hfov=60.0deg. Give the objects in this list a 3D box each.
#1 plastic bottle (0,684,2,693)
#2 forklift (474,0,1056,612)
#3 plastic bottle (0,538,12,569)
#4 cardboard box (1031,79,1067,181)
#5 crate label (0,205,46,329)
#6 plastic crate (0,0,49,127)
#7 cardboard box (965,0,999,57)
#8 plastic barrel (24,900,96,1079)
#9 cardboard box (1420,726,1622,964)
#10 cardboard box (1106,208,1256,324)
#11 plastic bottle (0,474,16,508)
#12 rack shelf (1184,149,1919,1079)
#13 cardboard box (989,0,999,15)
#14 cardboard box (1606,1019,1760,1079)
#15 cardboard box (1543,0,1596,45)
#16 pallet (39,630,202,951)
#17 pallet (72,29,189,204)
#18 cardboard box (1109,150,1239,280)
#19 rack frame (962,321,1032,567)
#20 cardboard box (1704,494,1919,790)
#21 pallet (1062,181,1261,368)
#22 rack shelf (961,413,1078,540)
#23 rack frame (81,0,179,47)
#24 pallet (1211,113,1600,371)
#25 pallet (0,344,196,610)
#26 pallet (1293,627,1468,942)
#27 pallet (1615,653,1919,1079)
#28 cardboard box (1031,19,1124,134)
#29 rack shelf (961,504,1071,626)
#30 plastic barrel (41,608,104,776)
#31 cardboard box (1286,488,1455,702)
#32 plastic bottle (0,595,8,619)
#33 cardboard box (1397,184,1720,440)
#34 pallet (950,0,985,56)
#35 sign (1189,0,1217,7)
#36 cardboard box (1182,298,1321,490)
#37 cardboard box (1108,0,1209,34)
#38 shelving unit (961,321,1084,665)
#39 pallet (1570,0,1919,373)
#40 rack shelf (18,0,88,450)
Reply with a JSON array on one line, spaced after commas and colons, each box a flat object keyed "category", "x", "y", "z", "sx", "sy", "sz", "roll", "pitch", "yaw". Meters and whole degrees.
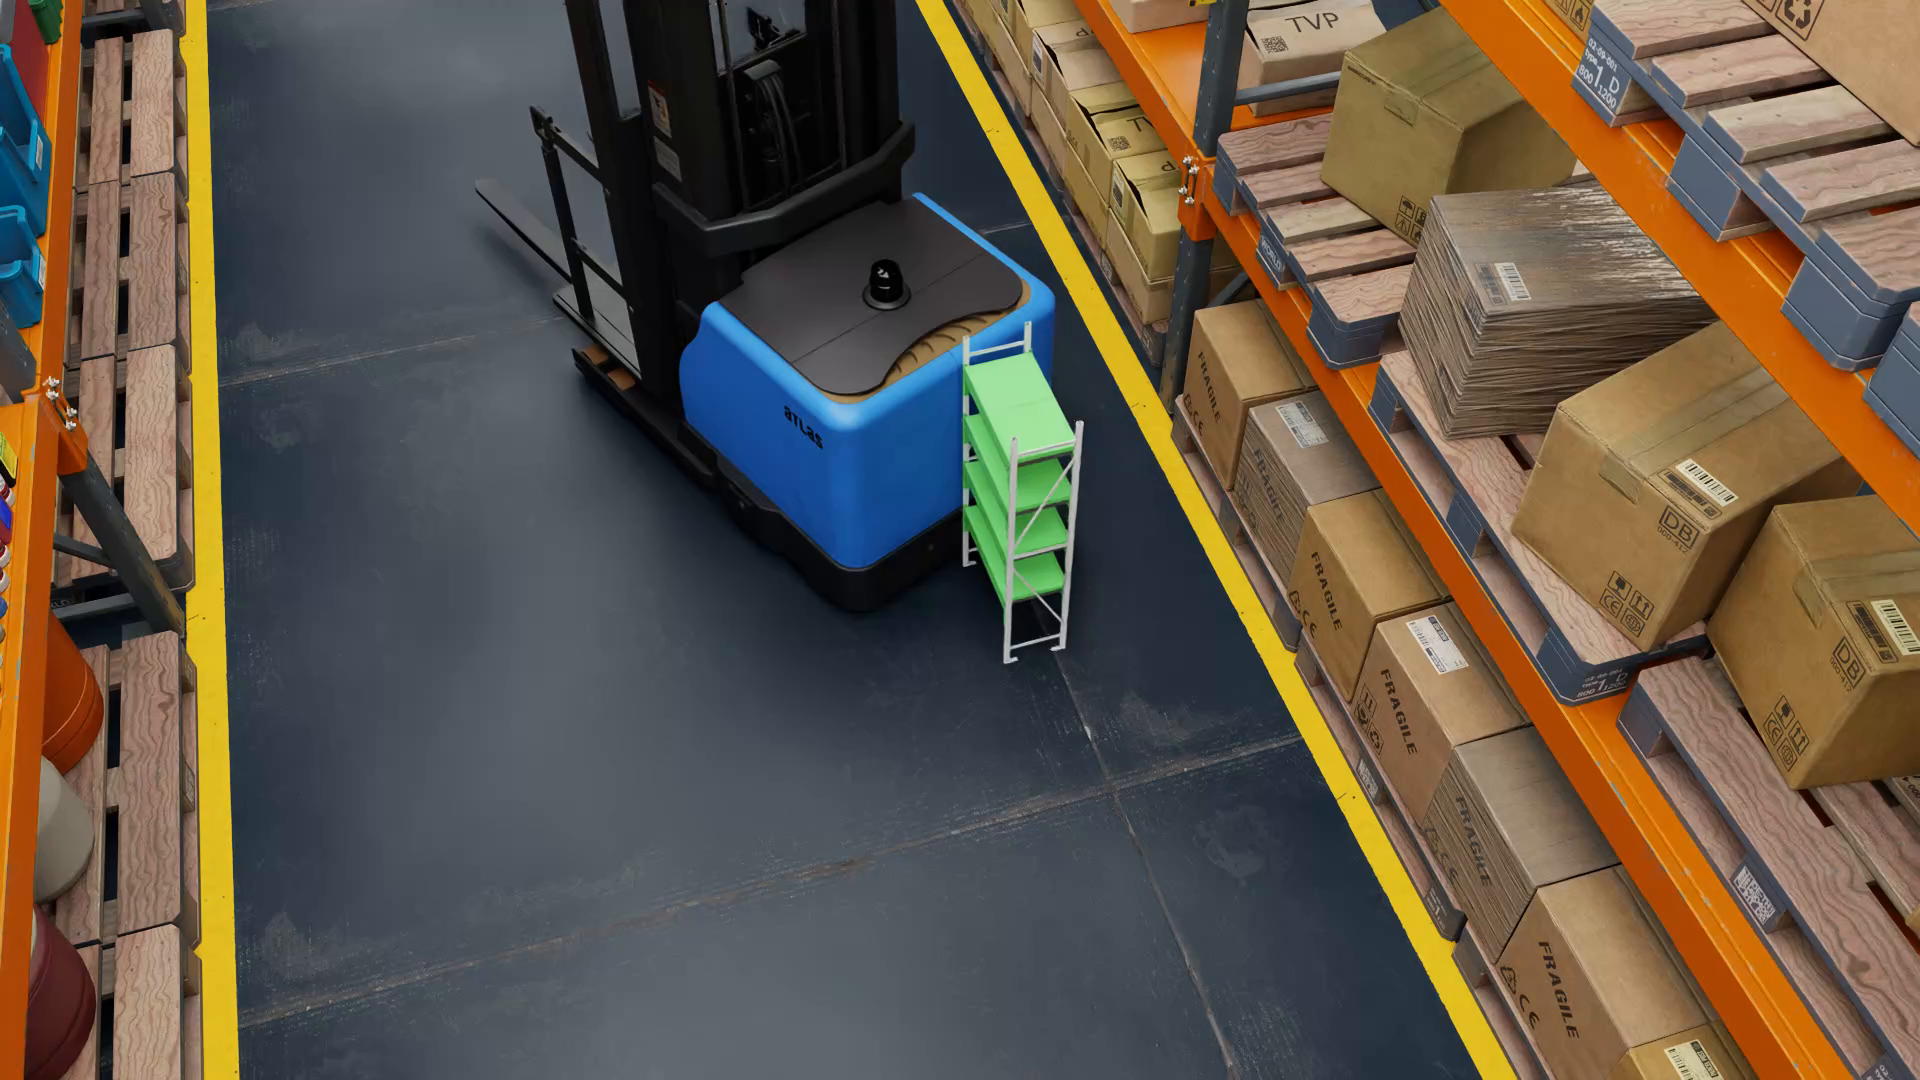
[{"category": "plastic bottle", "x": -2.639, "y": 0.349, "z": 4.413, "sx": 0.097, "sy": 0.201, "sz": 0.097, "roll": 0, "pitch": 50, "yaw": 0}, {"category": "forklift", "x": -0.988, "y": -1.733, "z": 6.084, "sx": 1.130, "sy": 2.935, "sz": 3.031, "roll": -34, "pitch": 58, "yaw": -25}, {"category": "plastic bottle", "x": -2.783, "y": -0.006, "z": 4.713, "sx": 0.097, "sy": 0.201, "sz": 0.097, "roll": 0, "pitch": 50, "yaw": 0}, {"category": "cardboard box", "x": 0.647, "y": -1.965, "z": 7.758, "sx": 0.500, "sy": 0.250, "sz": 0.500, "roll": -12, "pitch": 51, "yaw": -10}, {"category": "crate label", "x": -3.162, "y": -0.865, "z": 5.416, "sx": 0.303, "sy": 0.233, "sz": 0.416, "roll": -13, "pitch": 51, "yaw": -11}, {"category": "plastic crate", "x": -3.581, "y": -1.796, "z": 6.050, "sx": 0.402, "sy": 0.464, "sz": 0.583, "roll": -13, "pitch": 51, "yaw": -11}, {"category": "cardboard box", "x": 0.343, "y": -2.712, "z": 8.388, "sx": 0.500, "sy": 0.250, "sz": 0.500, "roll": -15, "pitch": 51, "yaw": -12}, {"category": "plastic barrel", "x": -2.901, "y": 1.294, "z": 4.789, "sx": 0.600, "sy": 0.588, "sz": 0.708, "roll": -13, "pitch": 51, "yaw": -11}, {"category": "cardboard box", "x": 1.815, "y": 0.917, "z": 5.152, "sx": 0.500, "sy": 0.500, "sz": 0.500, "roll": -13, "pitch": 51, "yaw": -11}, {"category": "cardboard box", "x": 0.949, "y": -1.222, "z": 7.131, "sx": 0.500, "sy": 0.250, "sz": 0.500, "roll": -12, "pitch": 51, "yaw": -10}, {"category": "plastic bottle", "x": -2.852, "y": -0.175, "z": 4.855, "sx": 0.097, "sy": 0.201, "sz": 0.097, "roll": 0, "pitch": 50, "yaw": 0}, {"category": "rack shelf", "x": 1.929, "y": 0.049, "z": 5.007, "sx": 1.077, "sy": 0.370, "sz": 4.000, "roll": -13, "pitch": 51, "yaw": -11}, {"category": "cardboard box", "x": 0.336, "y": -2.892, "z": 8.173, "sx": 0.500, "sy": 0.311, "sz": 0.500, "roll": -15, "pitch": 51, "yaw": -12}, {"category": "cardboard box", "x": 2.101, "y": 1.646, "z": 4.537, "sx": 0.500, "sy": 0.500, "sz": 0.500, "roll": -14, "pitch": 51, "yaw": -11}, {"category": "cardboard box", "x": 1.803, "y": -1.579, "z": 3.882, "sx": 0.910, "sy": 0.500, "sz": 0.500, "roll": -13, "pitch": 51, "yaw": -11}, {"category": "pallet", "x": -3.123, "y": 0.939, "z": 5.610, "sx": 1.003, "sy": 0.211, "sz": 1.213, "roll": -13, "pitch": 51, "yaw": -11}, {"category": "pallet", "x": -4.309, "y": -1.984, "z": 8.074, "sx": 1.003, "sy": 0.211, "sz": 1.213, "roll": -13, "pitch": 51, "yaw": -11}, {"category": "cardboard box", "x": 0.947, "y": -1.400, "z": 6.915, "sx": 0.500, "sy": 0.311, "sz": 0.500, "roll": -12, "pitch": 51, "yaw": -10}, {"category": "rack frame", "x": 0.125, "y": -0.315, "z": 6.020, "sx": 0.240, "sy": 1.200, "sz": 0.015, "roll": -14, "pitch": 51, "yaw": -12}, {"category": "cardboard box", "x": 2.330, "y": 0.226, "z": 4.047, "sx": 0.700, "sy": 0.500, "sz": 0.500, "roll": -6, "pitch": 50, "yaw": -5}, {"category": "pallet", "x": 1.131, "y": -1.355, "z": 7.544, "sx": 1.003, "sy": 0.211, "sz": 1.213, "roll": -13, "pitch": 51, "yaw": -11}, {"category": "rack shelf", "x": 0.201, "y": -0.251, "z": 5.736, "sx": 0.258, "sy": 0.148, "sz": 0.480, "roll": -14, "pitch": 51, "yaw": -12}, {"category": "rack frame", "x": -4.578, "y": -3.448, "z": 7.484, "sx": 1.000, "sy": 3.000, "sz": 0.127, "roll": -13, "pitch": 51, "yaw": -11}, {"category": "pallet", "x": 1.605, "y": -1.102, "z": 5.633, "sx": 1.213, "sy": 0.211, "sz": 1.003, "roll": -13, "pitch": 51, "yaw": -11}, {"category": "pallet", "x": -3.588, "y": -0.202, "z": 6.572, "sx": 1.003, "sy": 0.211, "sz": 1.213, "roll": -13, "pitch": 51, "yaw": -11}, {"category": "pallet", "x": 1.879, "y": 0.699, "z": 5.813, "sx": 1.003, "sy": 0.211, "sz": 1.213, "roll": -13, "pitch": 51, "yaw": -11}, {"category": "pallet", "x": 2.388, "y": 0.732, "z": 4.086, "sx": 1.003, "sy": 0.211, "sz": 1.213, "roll": -13, "pitch": 51, "yaw": -11}, {"category": "cardboard box", "x": 0.641, "y": -2.147, "z": 7.545, "sx": 0.500, "sy": 0.311, "sz": 0.500, "roll": -14, "pitch": 51, "yaw": -11}, {"category": "rack shelf", "x": 0.201, "y": 0.059, "z": 6.103, "sx": 0.258, "sy": 0.148, "sz": 0.480, "roll": -14, "pitch": 51, "yaw": -12}, {"category": "plastic barrel", "x": -3.235, "y": 0.392, "z": 5.392, "sx": 0.600, "sy": 0.830, "sz": 0.708, "roll": -13, "pitch": 51, "yaw": -11}, {"category": "cardboard box", "x": 1.503, "y": 0.166, "z": 5.785, "sx": 0.500, "sy": 0.500, "sz": 0.500, "roll": -14, "pitch": 51, "yaw": -11}, {"category": "plastic bottle", "x": -2.726, "y": 0.114, "z": 4.566, "sx": 0.097, "sy": 0.271, "sz": 0.097, "roll": 0, "pitch": 50, "yaw": 0}, {"category": "cardboard box", "x": 1.719, "y": -0.665, "z": 4.799, "sx": 0.700, "sy": 0.500, "sz": 0.500, "roll": -5, "pitch": 50, "yaw": -4}, {"category": "pallet", "x": 0.410, "y": -3.137, "z": 9.046, "sx": 1.003, "sy": 0.211, "sz": 1.213, "roll": -13, "pitch": 51, "yaw": -11}, {"category": "sign", "x": 0.808, "y": -1.889, "z": 5.413, "sx": 0.100, "sy": 0.325, "sz": 0.005, "roll": -13, "pitch": 51, "yaw": -11}, {"category": "cardboard box", "x": 1.199, "y": -0.582, "z": 6.416, "sx": 0.500, "sy": 0.500, "sz": 0.500, "roll": -11, "pitch": 51, "yaw": -9}, {"category": "cardboard box", "x": 0.807, "y": -2.157, "z": 6.560, "sx": 0.380, "sy": 0.149, "sz": 0.250, "roll": -13, "pitch": 51, "yaw": -11}, {"category": "shelving unit", "x": 0.201, "y": -0.137, "z": 5.871, "sx": 0.258, "sy": 1.200, "sz": 0.503, "roll": -14, "pitch": 51, "yaw": -12}, {"category": "pallet", "x": 2.085, "y": -0.877, "z": 3.478, "sx": 1.213, "sy": 0.211, "sz": 1.003, "roll": -13, "pitch": 51, "yaw": -11}, {"category": "rack shelf", "x": -3.987, "y": -1.755, "z": 6.528, "sx": 1.077, "sy": 0.370, "sz": 4.000, "roll": -13, "pitch": 51, "yaw": -11}]
